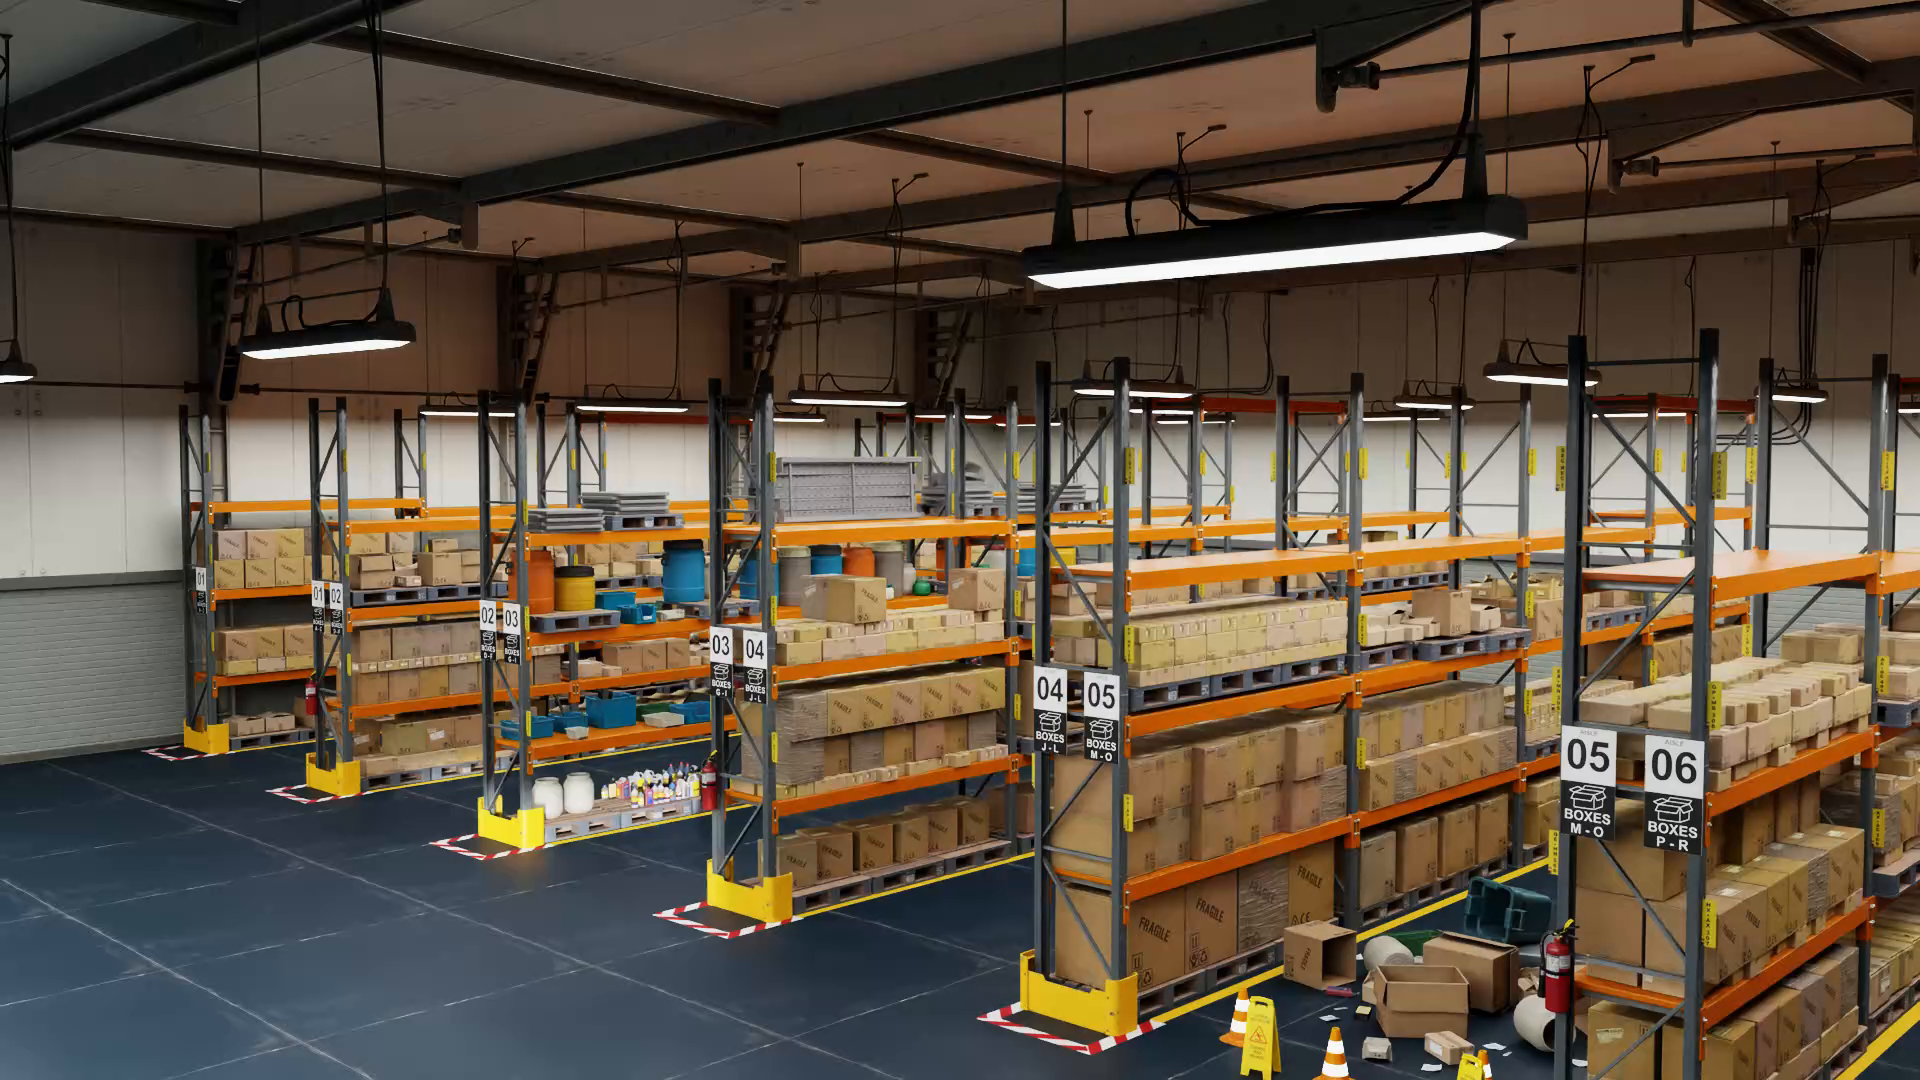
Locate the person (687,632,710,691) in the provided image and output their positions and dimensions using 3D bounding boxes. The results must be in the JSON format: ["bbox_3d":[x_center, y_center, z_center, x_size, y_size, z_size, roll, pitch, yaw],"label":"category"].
[{"bbox_3d":[-5.188,2.657,33.313,0.627,1.640,0.783,0,3,2],"label":"person"}]
